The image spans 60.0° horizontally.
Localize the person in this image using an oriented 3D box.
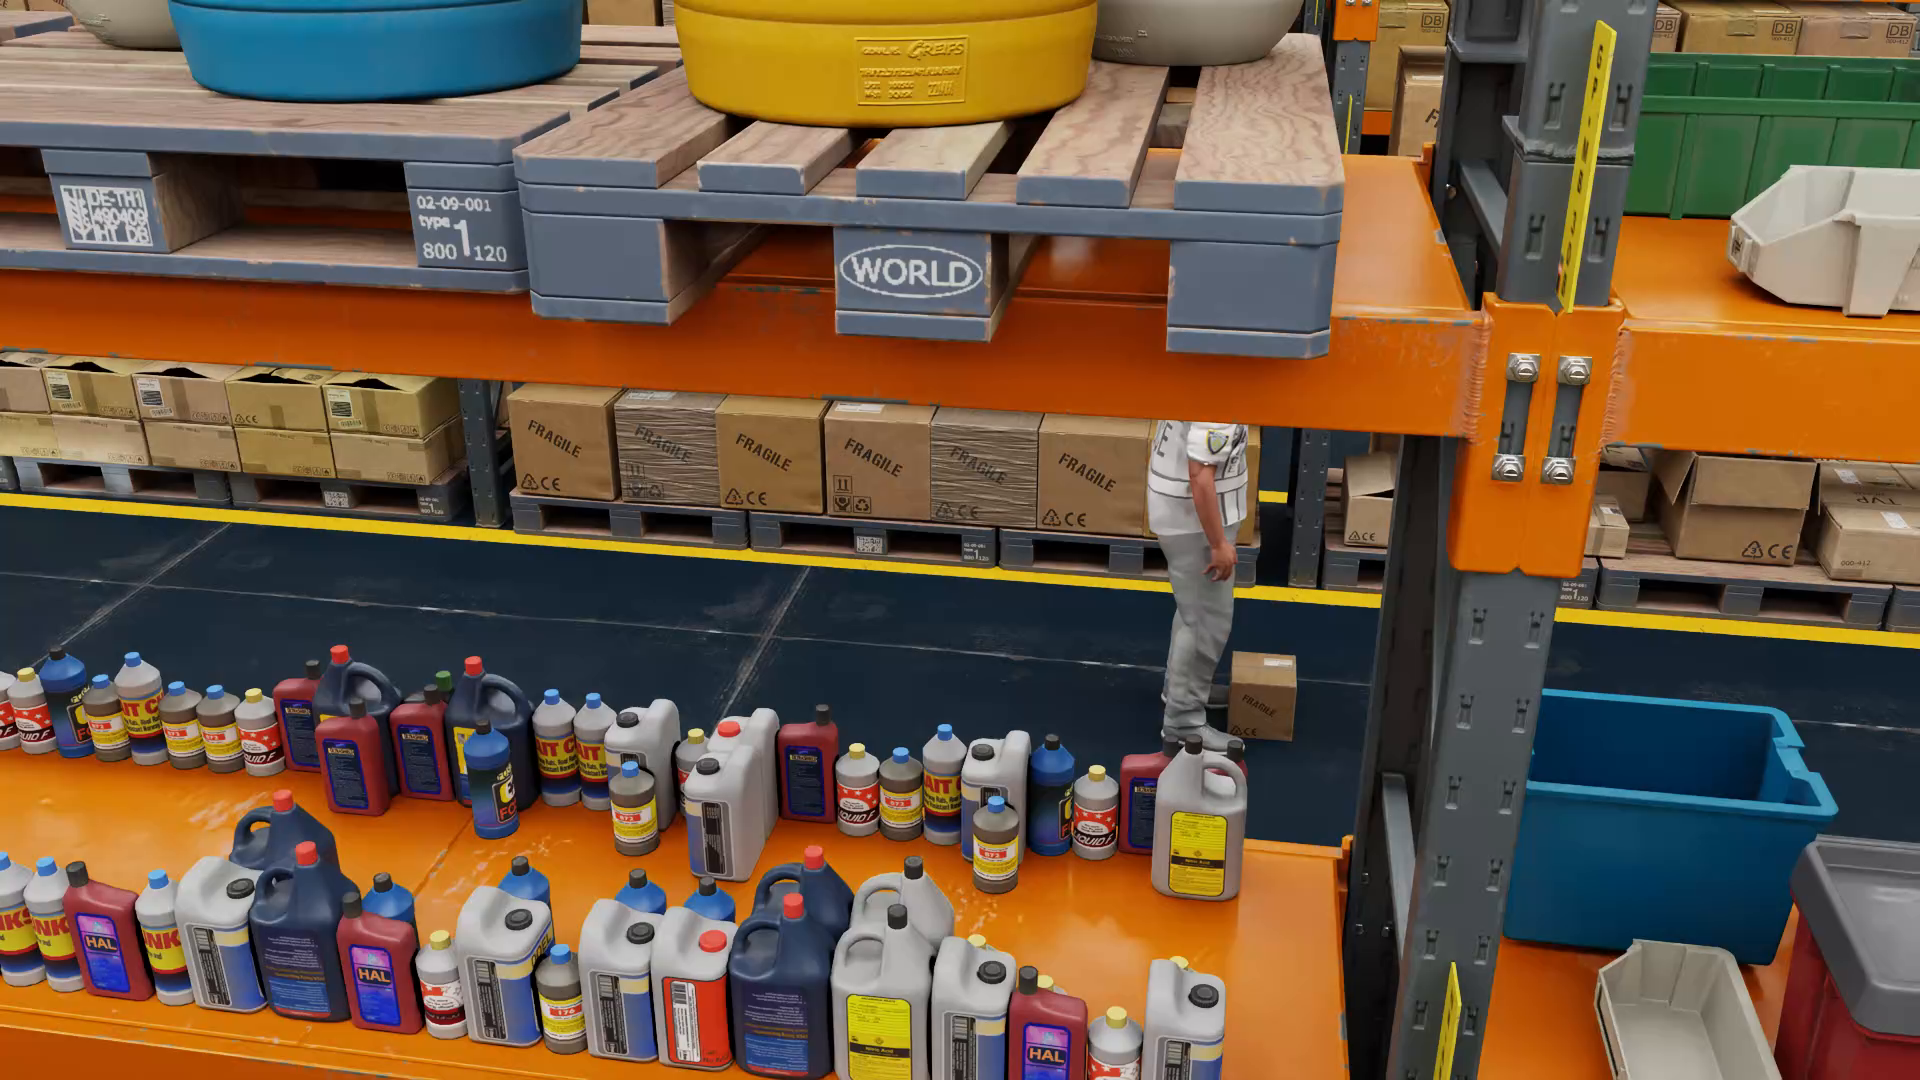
[{"bbox_3d":[0.919,-0.085,6.280,0.429,1.749,0.600,3,25,7],"label":"person"}]
